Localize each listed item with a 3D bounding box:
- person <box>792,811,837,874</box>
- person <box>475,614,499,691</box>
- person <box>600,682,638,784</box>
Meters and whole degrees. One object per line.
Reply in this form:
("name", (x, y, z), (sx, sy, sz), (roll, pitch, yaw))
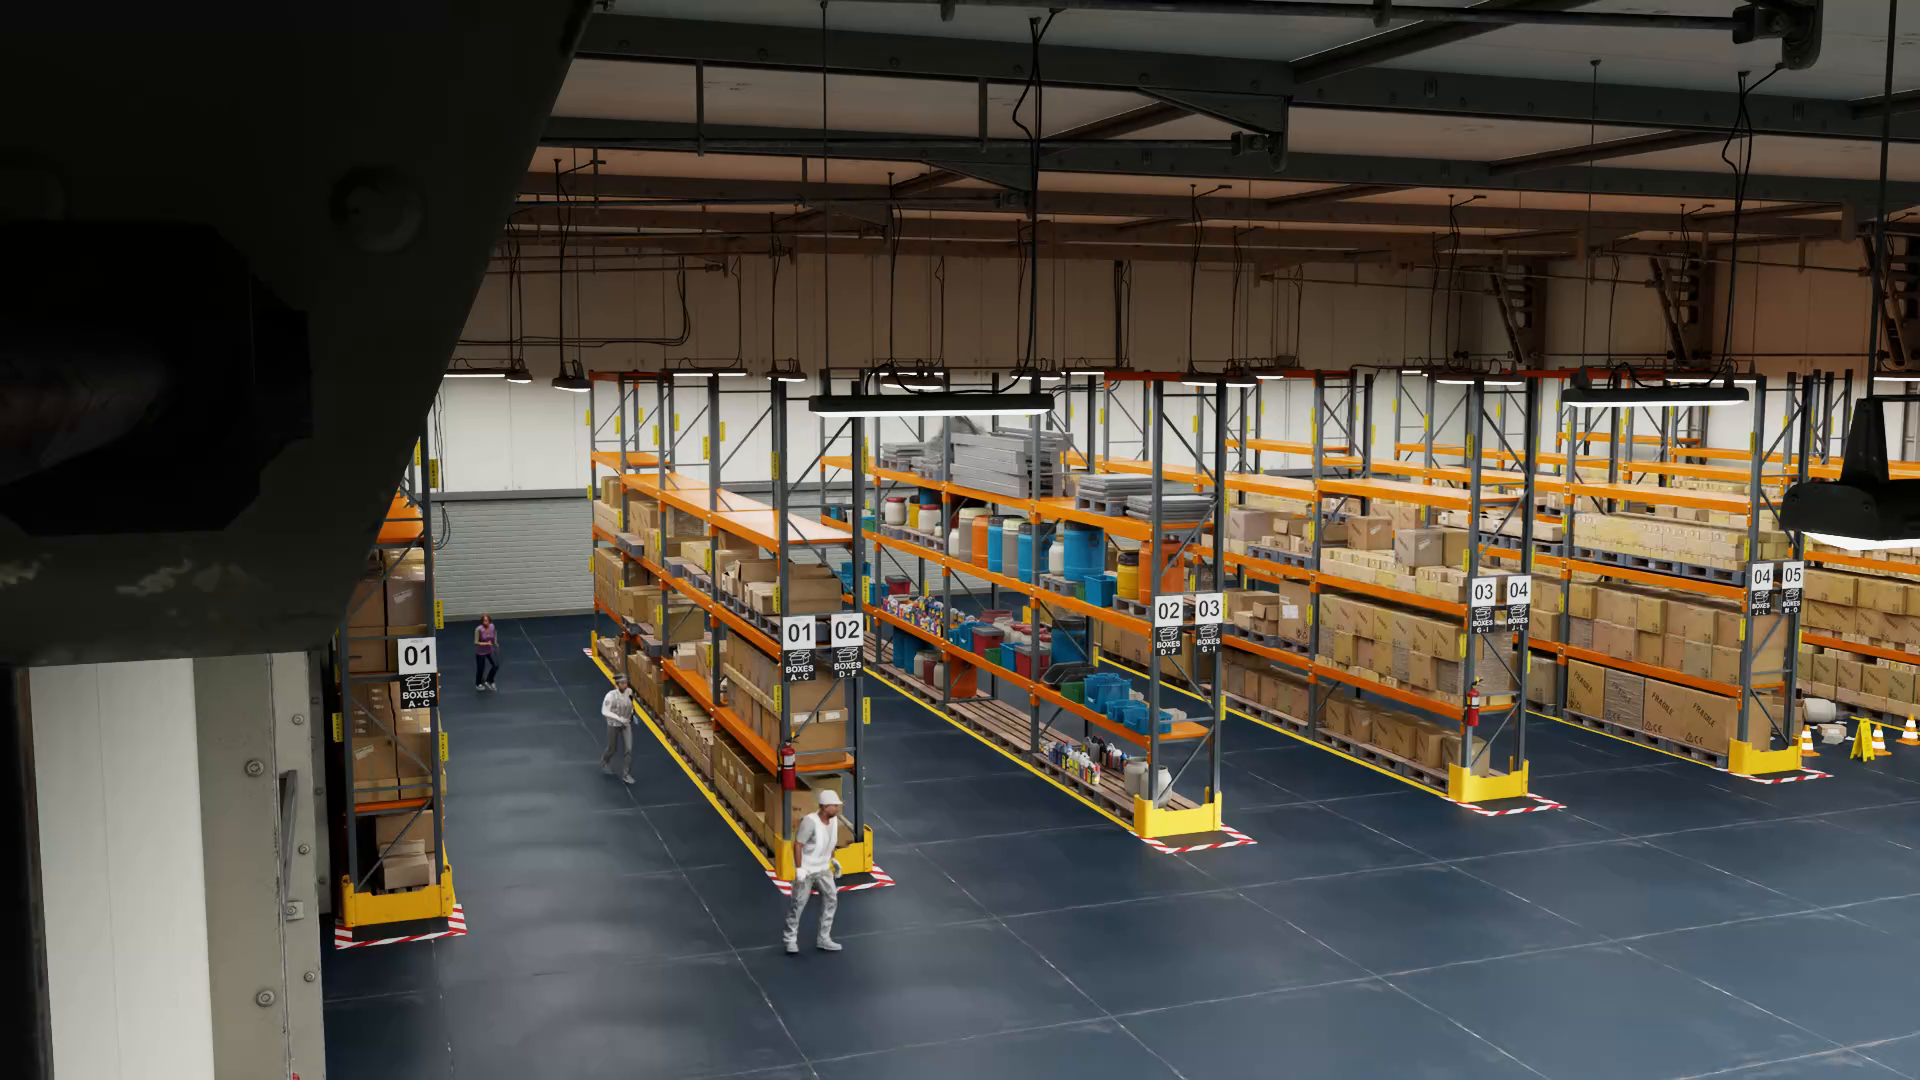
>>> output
("person", (-1.534, 3.193, 17.651), (0.417, 0.650, 0.593), (5, 8, 36))
("person", (-8.849, 2.102, 31.100), (0.522, 1.500, 0.868), (-5, 8, -36))
("person", (-5.109, 2.773, 24.744), (0.589, 1.626, 0.890), (-5, 8, -36))
